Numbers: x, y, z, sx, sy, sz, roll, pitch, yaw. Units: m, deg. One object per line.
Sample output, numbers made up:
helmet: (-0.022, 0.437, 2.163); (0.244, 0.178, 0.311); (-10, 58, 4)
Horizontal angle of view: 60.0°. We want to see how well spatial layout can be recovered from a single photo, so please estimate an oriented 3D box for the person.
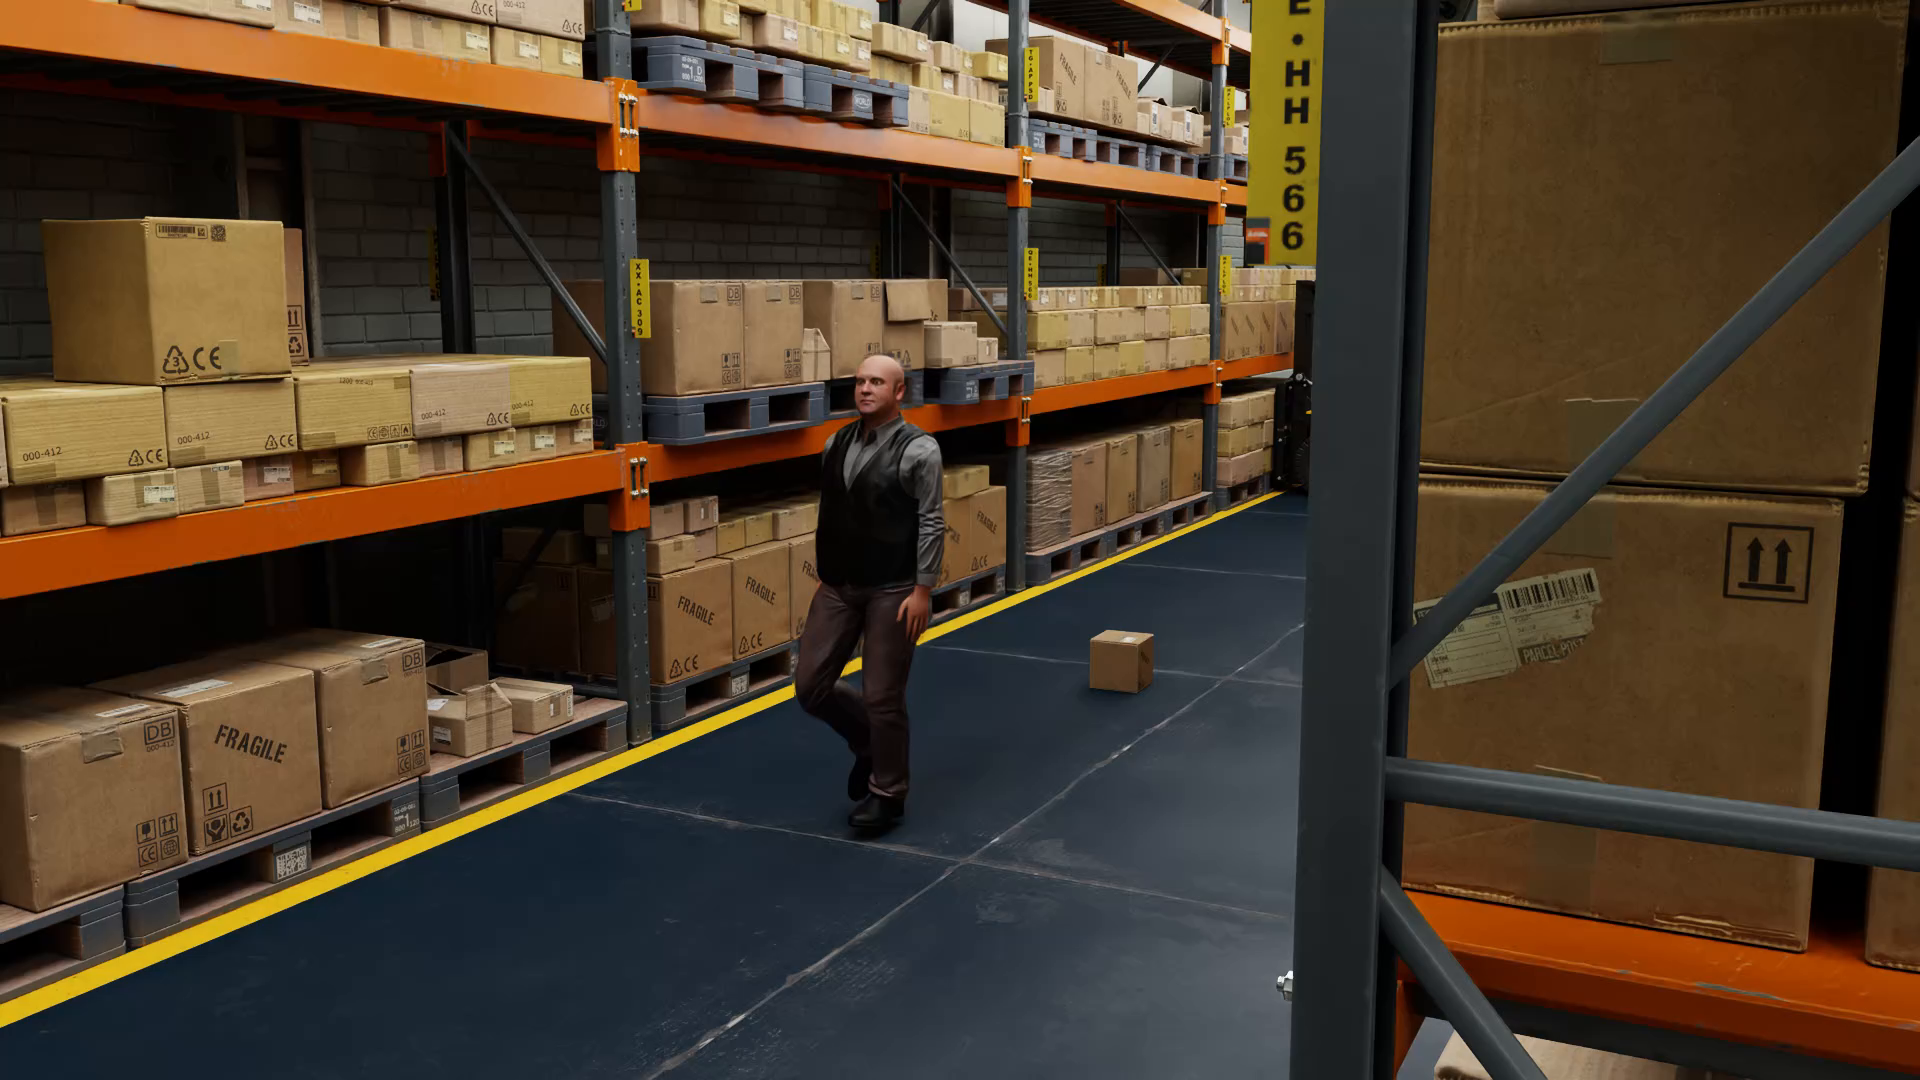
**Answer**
person: (-0.317, 0.185, 6.088); (0.556, 1.714, 0.487); (5, 11, 31)
